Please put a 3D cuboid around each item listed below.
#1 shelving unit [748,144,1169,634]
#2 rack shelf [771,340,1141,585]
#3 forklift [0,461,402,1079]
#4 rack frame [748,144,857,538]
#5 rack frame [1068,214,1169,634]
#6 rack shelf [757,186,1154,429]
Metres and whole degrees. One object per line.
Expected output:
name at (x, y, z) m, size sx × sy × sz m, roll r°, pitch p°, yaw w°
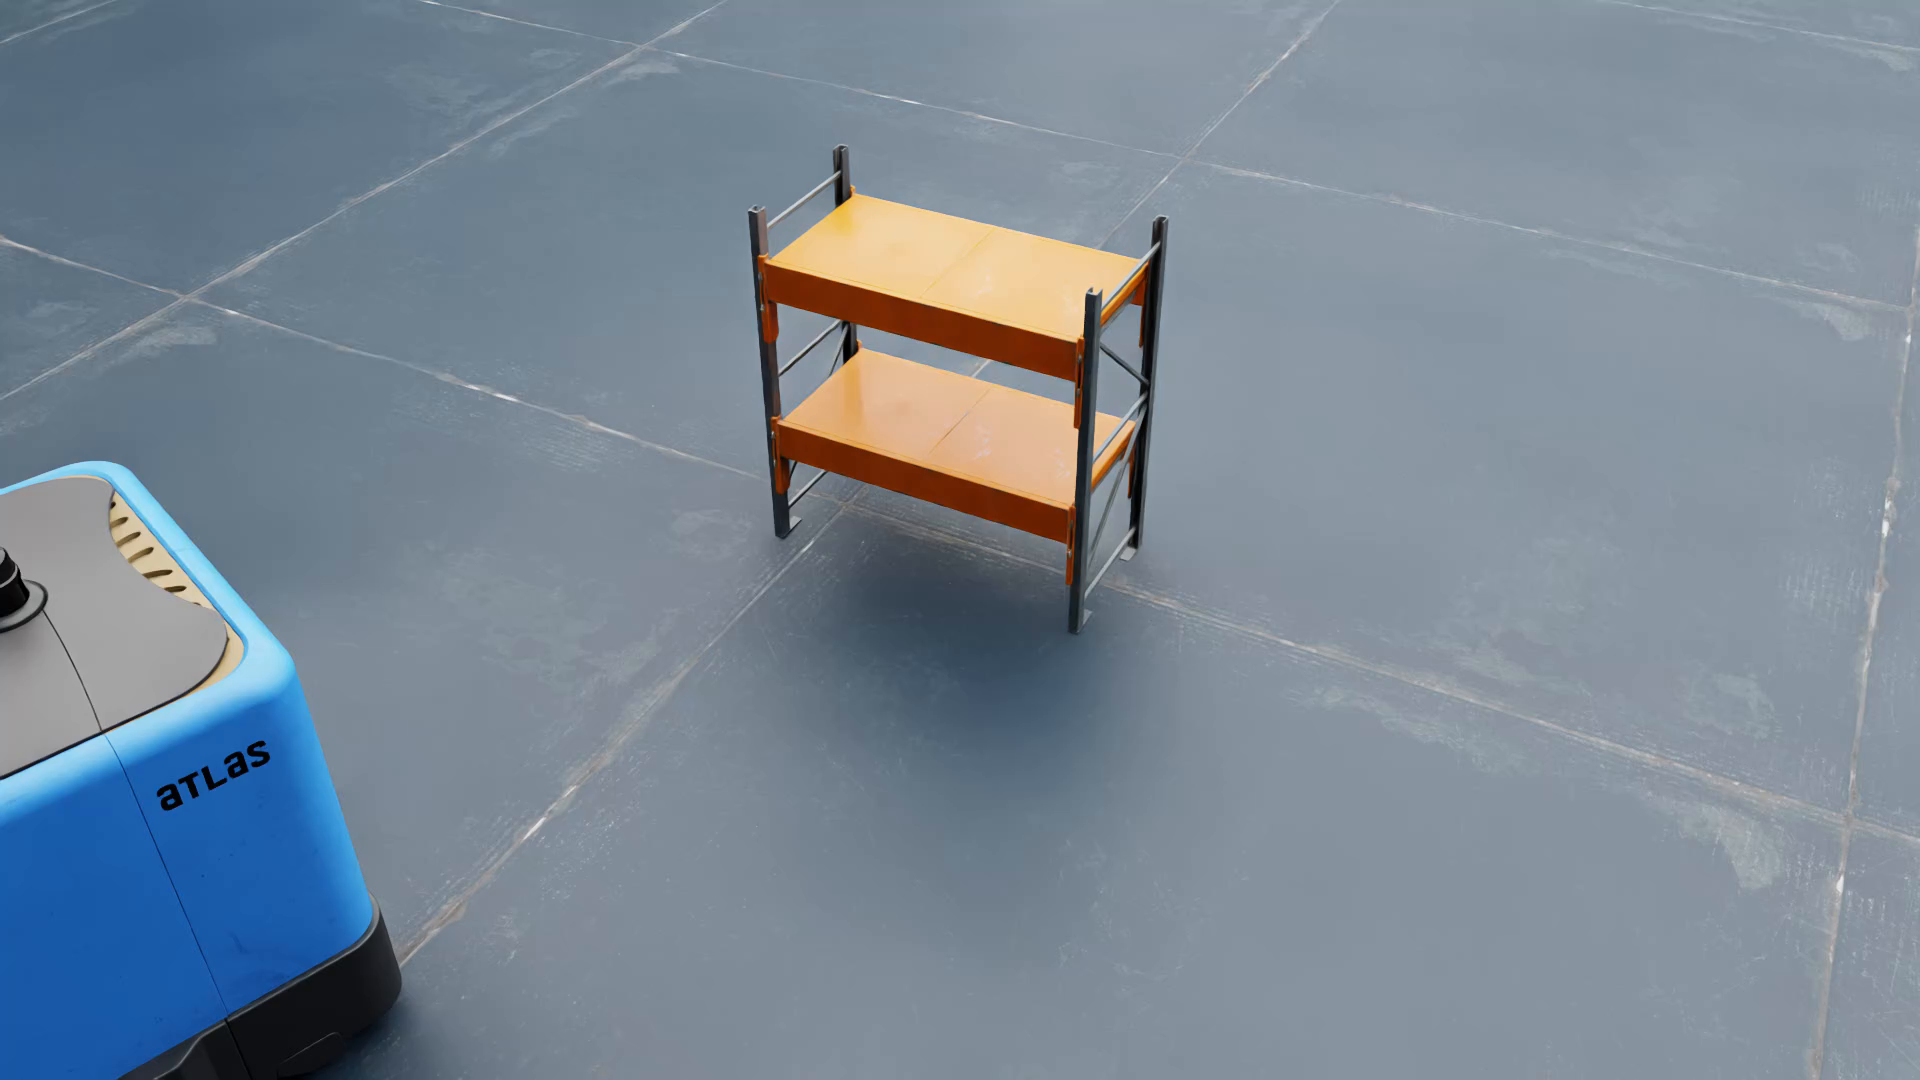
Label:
shelving unit at (-0.006, -0.450, 4.912) m, size 1.048 × 1.125 × 0.538 m, roll 17°, pitch 41°, yaw 21°
rack shelf at (-0.006, -0.255, 5.060) m, size 1.000 × 0.278 × 0.538 m, roll 17°, pitch 41°, yaw 21°
forklift at (-2.707, 0.296, 2.436) m, size 3.031 × 2.935 × 1.130 m, roll -28°, pitch 46°, yaw -32°
rack frame at (-0.457, -0.591, 5.099) m, size 0.032 × 1.125 × 0.500 m, roll 17°, pitch 41°, yaw 21°
rack frame at (0.445, -0.309, 4.726) m, size 0.032 × 1.125 × 0.500 m, roll 17°, pitch 41°, yaw 21°
rack shelf at (-0.006, -0.683, 4.735) m, size 1.000 × 0.278 × 0.538 m, roll 17°, pitch 41°, yaw 21°
